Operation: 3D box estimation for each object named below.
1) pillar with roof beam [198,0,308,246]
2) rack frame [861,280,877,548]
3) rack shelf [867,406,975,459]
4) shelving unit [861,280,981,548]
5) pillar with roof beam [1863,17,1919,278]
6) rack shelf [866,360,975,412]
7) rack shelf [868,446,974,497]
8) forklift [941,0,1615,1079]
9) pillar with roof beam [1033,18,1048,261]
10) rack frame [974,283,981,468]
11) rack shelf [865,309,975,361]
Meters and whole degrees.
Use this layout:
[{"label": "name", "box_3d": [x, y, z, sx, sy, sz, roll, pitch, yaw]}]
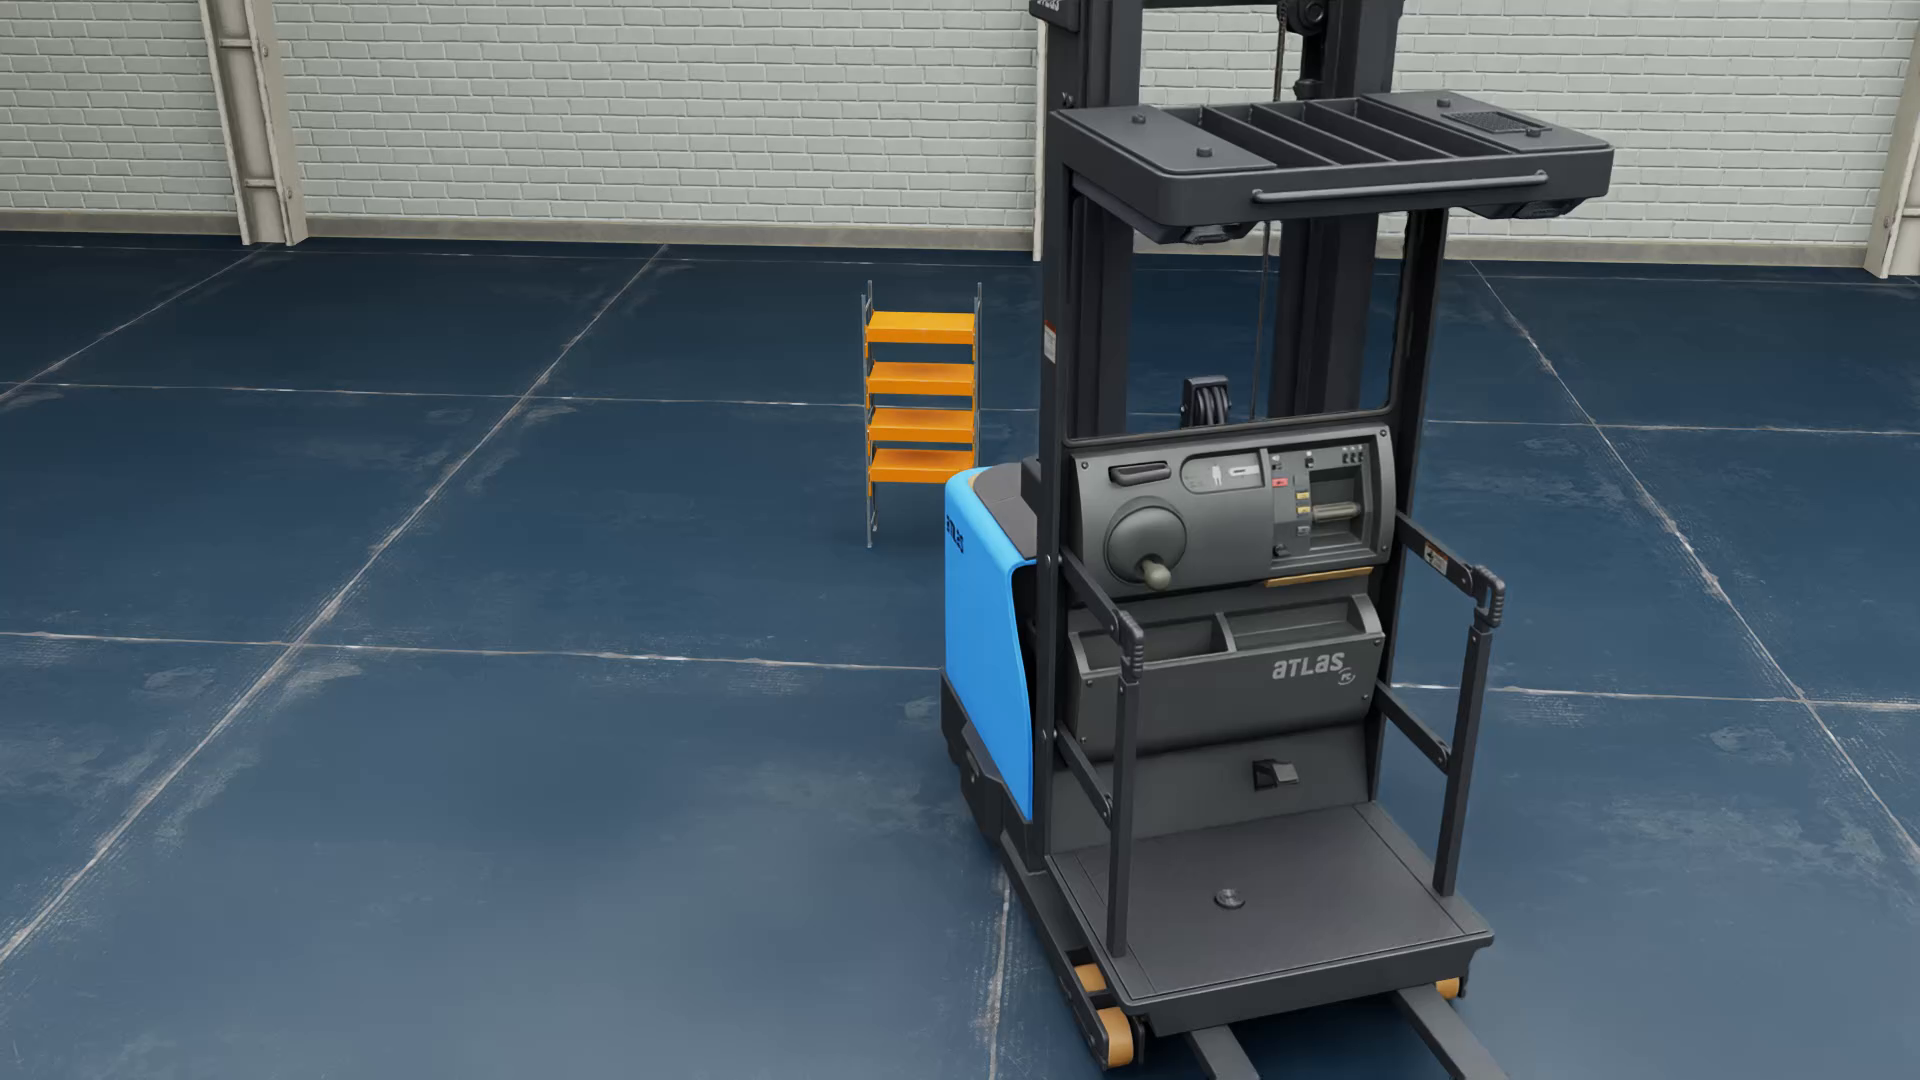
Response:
[{"label": "pillar with roof beam", "box_3d": [-5.568, -4.593, 6.966, 0.400, 9.000, 9.100, 2, 25, 4]}, {"label": "rack frame", "box_3d": [-0.408, -0.558, 7.528, 0.015, 1.200, 0.240, 2, 25, 4]}, {"label": "rack shelf", "box_3d": [-0.165, -0.489, 7.539, 0.480, 0.148, 0.258, 2, 25, 4]}, {"label": "shelving unit", "box_3d": [-0.165, -0.550, 7.511, 0.503, 1.200, 0.258, 2, 25, 4]}, {"label": "pillar with roof beam", "box_3d": [6.396, -4.209, 6.132, 0.400, 9.000, 9.100, 2, 25, 4]}, {"label": "rack shelf", "box_3d": [-0.165, -0.692, 7.445, 0.480, 0.148, 0.258, 2, 25, 4]}, {"label": "rack shelf", "box_3d": [-0.165, -0.309, 7.622, 0.480, 0.148, 0.258, 2, 25, 4]}, {"label": "forklift", "box_3d": [0.822, -0.058, 4.370, 1.130, 2.935, 3.031, -7, 26, -14]}, {"label": "pillar with roof beam", "box_3d": [0.414, -4.401, 6.549, 0.400, 9.000, 9.100, 2, 25, 4]}, {"label": "rack frame", "box_3d": [0.078, -0.543, 7.494, 0.015, 1.200, 0.240, 2, 25, 4]}, {"label": "rack shelf", "box_3d": [-0.165, -0.907, 7.346, 0.480, 0.148, 0.258, 2, 25, 4]}]
